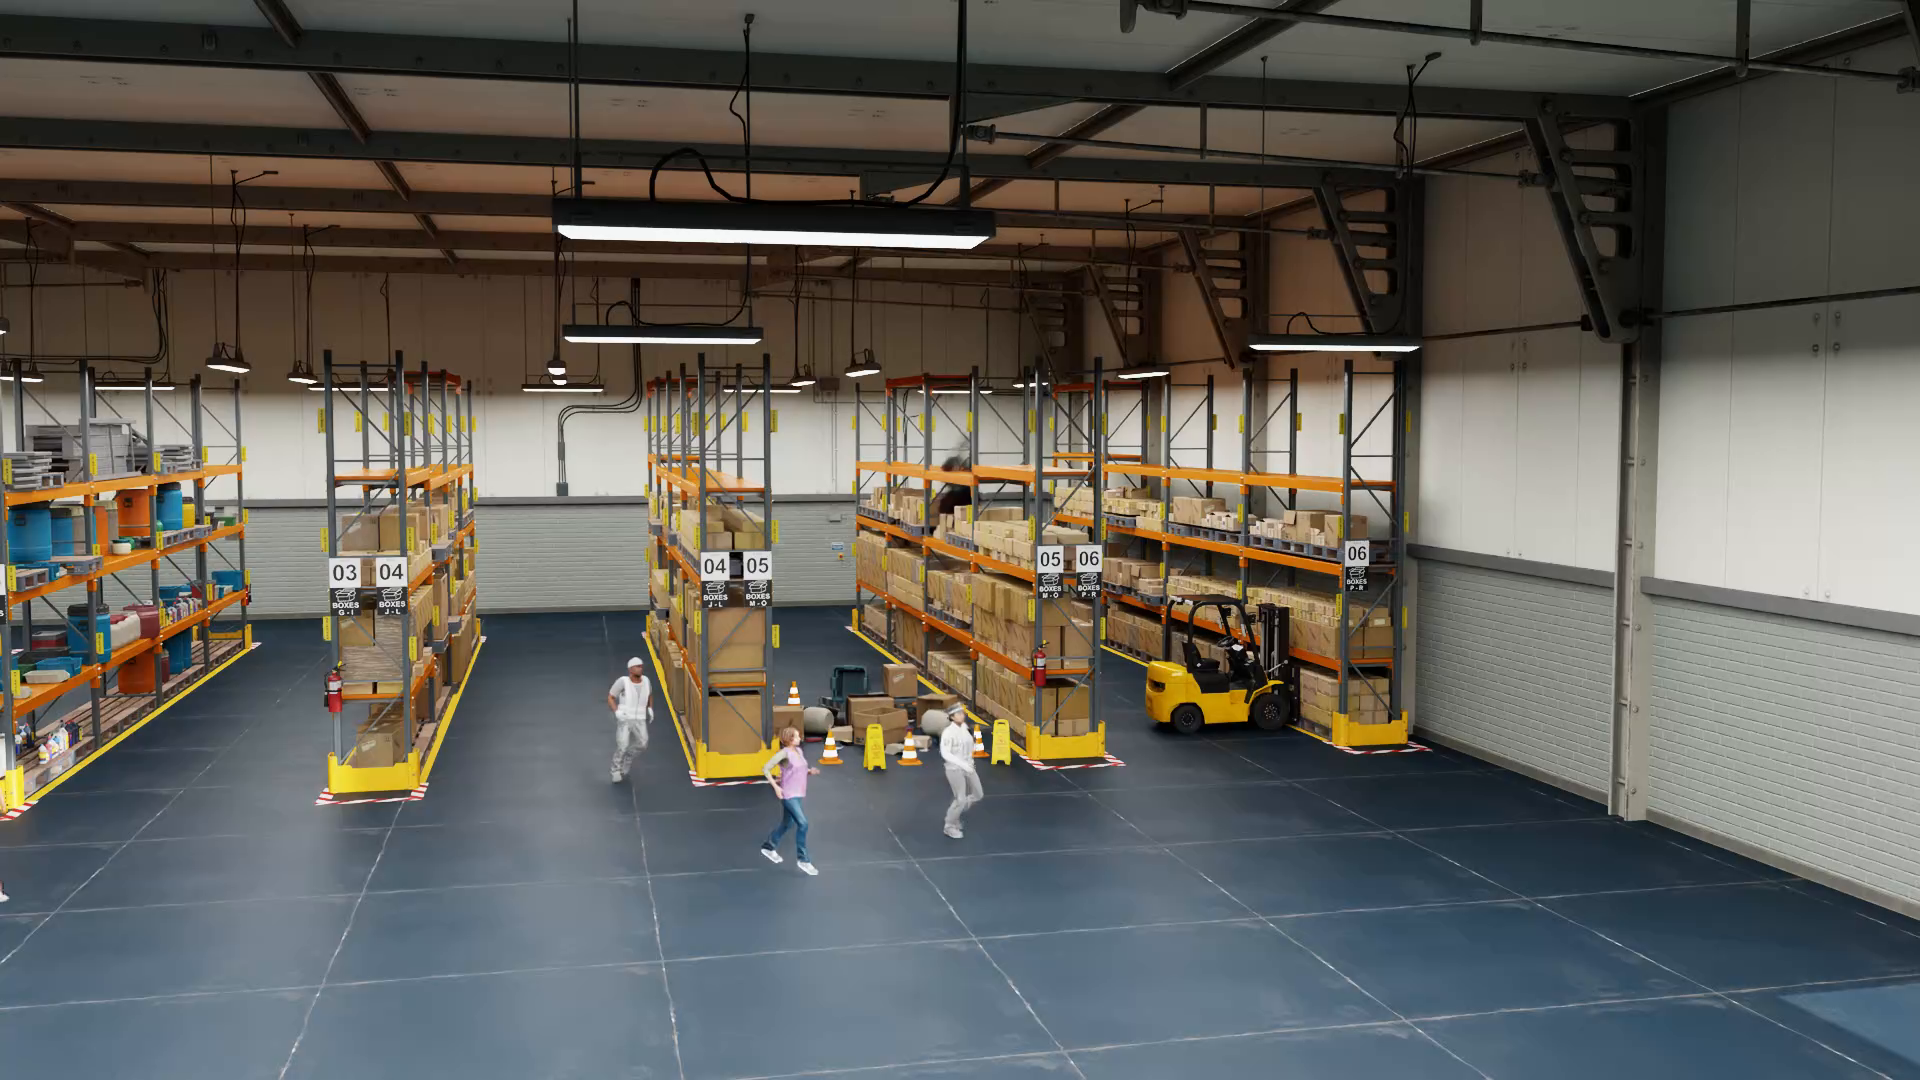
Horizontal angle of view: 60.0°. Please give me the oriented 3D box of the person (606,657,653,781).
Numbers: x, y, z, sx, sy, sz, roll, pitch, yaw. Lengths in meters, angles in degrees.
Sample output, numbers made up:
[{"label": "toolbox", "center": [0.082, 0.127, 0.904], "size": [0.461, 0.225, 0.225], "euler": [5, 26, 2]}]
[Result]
[{"label": "person", "center": [-4.587, 2.515, 23.406], "size": [0.744, 1.717, 0.523], "euler": [-3, 5, -35]}]

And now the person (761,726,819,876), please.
[{"label": "person", "center": [-1.908, 2.897, 18.594], "size": [0.757, 1.636, 0.514], "euler": [1, 4, 19]}]

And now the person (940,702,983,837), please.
[{"label": "person", "center": [0.023, 2.775, 20.148], "size": [0.504, 1.660, 0.628], "euler": [3, 5, 36]}]

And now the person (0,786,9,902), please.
[{"label": "person", "center": [-10.399, 2.963, 17.568], "size": [0.850, 1.667, 0.591], "euler": [1, 4, 18]}]
